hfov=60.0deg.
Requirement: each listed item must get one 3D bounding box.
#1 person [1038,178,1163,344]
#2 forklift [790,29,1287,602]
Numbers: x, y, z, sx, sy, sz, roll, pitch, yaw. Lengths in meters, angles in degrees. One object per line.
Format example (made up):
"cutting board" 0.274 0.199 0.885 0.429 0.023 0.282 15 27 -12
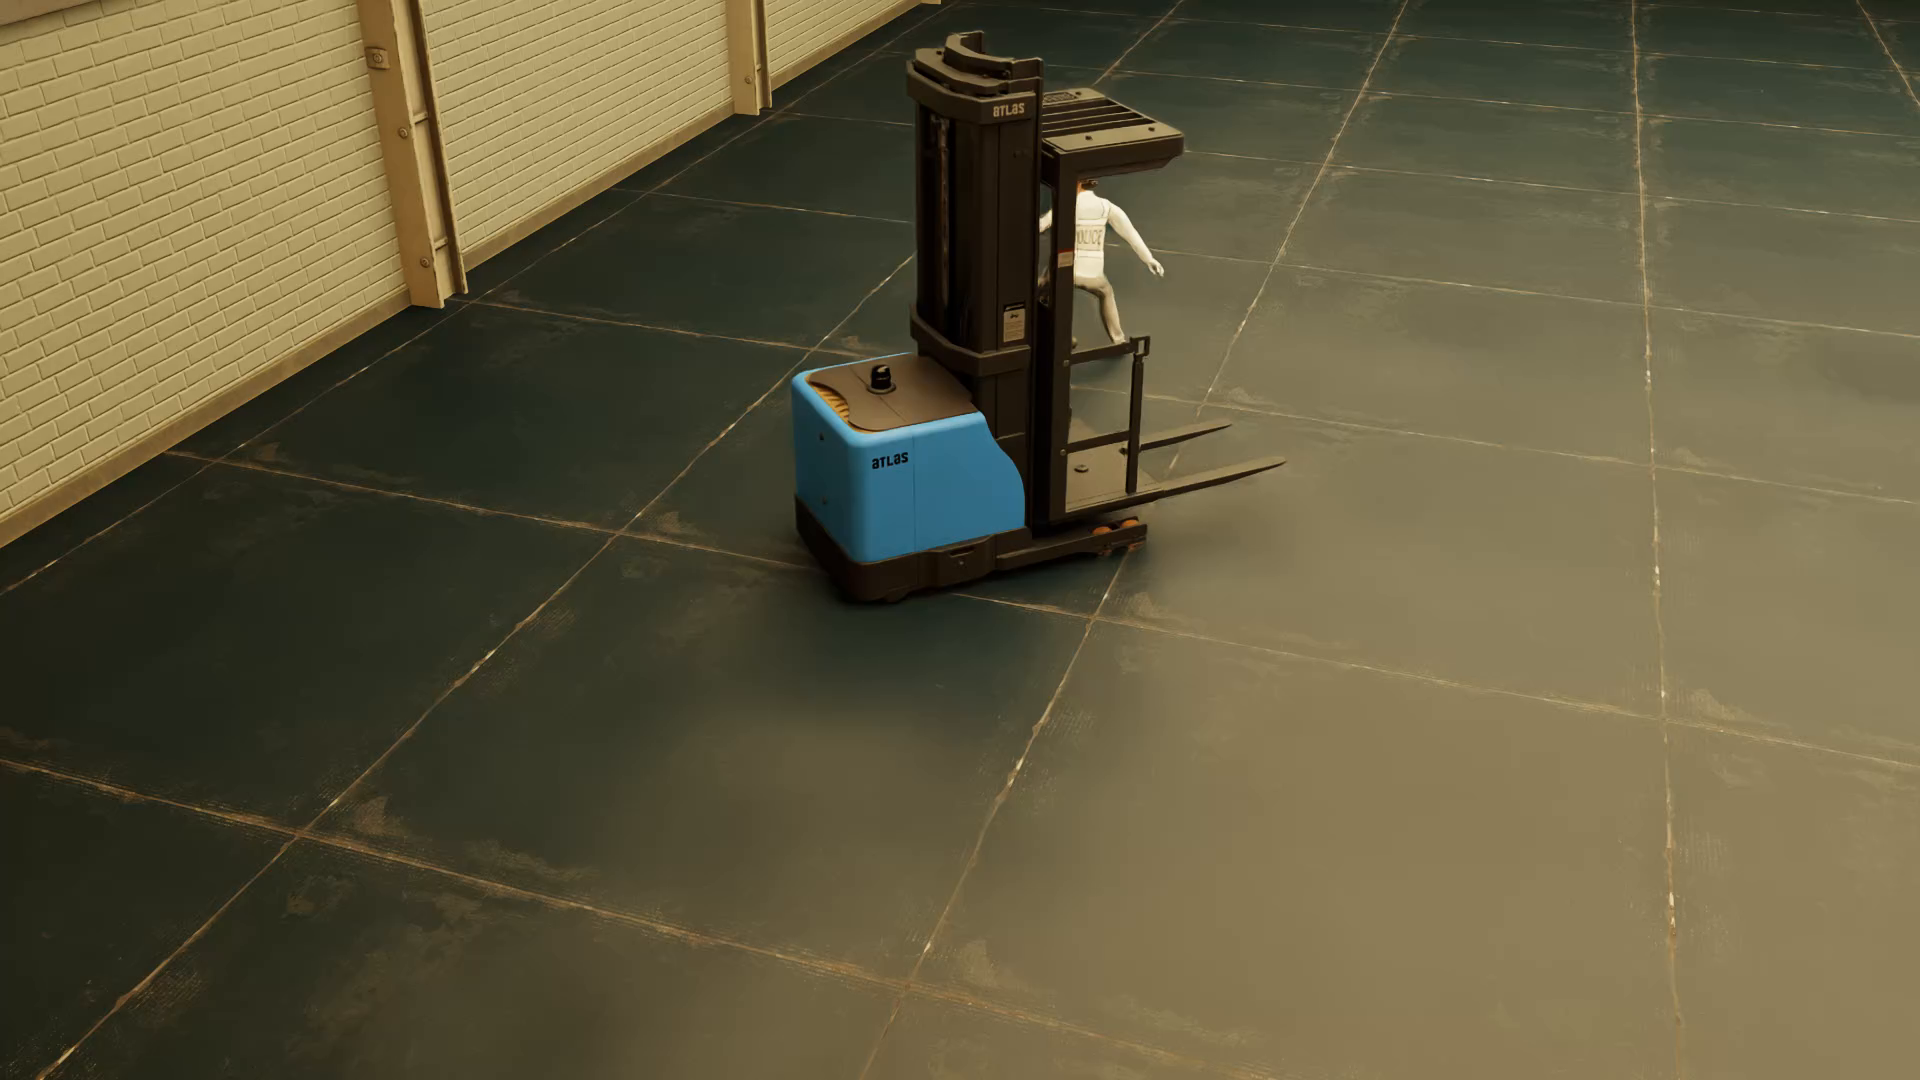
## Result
"person" 0.895 -1.943 12.066 1.098 1.589 0.521 -6 30 -10
"forklift" 0.561 -1.407 9.605 3.031 2.935 1.130 -13 32 -22
